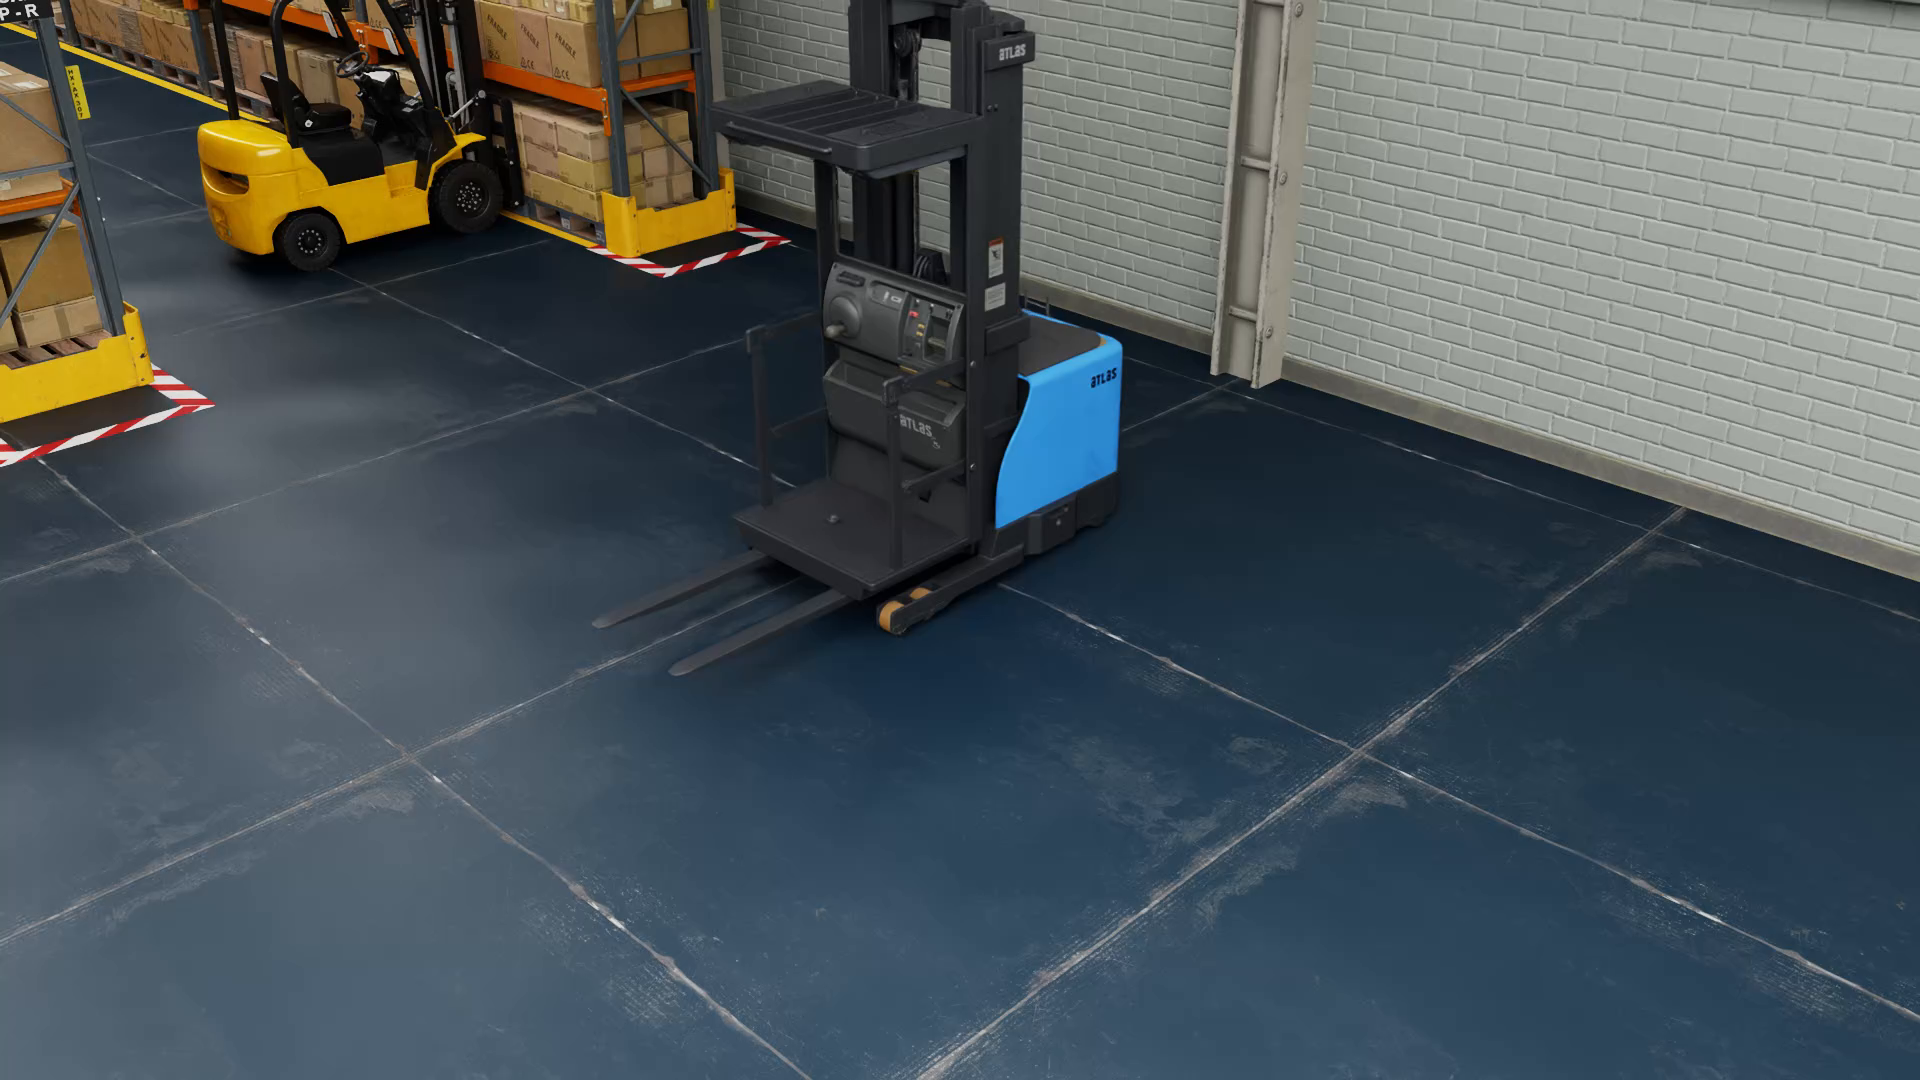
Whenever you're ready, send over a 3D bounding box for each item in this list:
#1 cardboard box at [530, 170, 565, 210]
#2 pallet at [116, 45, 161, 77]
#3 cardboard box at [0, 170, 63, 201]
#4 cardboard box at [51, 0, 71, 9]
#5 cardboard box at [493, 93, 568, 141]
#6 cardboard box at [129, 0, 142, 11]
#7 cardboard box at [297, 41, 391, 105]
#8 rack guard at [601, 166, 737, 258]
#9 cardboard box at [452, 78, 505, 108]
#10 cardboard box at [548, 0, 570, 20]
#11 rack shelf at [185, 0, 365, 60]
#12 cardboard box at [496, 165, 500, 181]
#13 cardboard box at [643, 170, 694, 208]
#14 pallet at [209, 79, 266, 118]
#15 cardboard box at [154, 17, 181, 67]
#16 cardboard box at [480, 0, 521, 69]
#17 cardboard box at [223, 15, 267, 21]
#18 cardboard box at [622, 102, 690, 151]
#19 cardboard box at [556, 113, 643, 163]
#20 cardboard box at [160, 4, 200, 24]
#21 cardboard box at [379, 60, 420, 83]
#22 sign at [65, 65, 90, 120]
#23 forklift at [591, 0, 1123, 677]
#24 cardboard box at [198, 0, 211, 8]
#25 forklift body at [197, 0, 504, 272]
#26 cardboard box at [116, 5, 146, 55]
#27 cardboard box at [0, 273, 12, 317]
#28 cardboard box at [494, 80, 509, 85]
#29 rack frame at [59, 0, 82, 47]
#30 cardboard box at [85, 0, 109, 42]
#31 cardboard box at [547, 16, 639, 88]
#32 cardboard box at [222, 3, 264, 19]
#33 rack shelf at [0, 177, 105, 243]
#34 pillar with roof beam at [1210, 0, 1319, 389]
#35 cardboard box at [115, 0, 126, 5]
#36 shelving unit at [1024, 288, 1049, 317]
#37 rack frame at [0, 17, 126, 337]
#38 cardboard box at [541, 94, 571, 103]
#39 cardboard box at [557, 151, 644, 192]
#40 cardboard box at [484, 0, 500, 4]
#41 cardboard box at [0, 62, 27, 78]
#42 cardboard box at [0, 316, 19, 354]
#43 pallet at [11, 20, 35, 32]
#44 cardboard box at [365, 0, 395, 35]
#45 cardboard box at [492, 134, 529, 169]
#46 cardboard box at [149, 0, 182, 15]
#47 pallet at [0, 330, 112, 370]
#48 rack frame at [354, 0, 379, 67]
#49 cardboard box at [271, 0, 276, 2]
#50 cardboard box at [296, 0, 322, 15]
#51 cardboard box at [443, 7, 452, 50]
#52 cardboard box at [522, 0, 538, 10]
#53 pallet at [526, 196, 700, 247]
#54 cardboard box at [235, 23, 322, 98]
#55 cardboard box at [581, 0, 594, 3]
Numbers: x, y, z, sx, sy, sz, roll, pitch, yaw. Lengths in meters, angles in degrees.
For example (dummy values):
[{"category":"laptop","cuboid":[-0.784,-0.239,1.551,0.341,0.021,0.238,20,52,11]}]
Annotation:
[{"category":"cardboard box","cuboid":[-3.354,-3.074,14.376,0.500,0.250,0.500,25,36,38]},{"category":"pallet","cuboid":[-9.526,-5.921,20.284,1.213,0.211,1.003,25,36,38]},{"category":"cardboard box","cuboid":[-6.024,-2.311,10.692,0.250,0.149,0.380,25,37,39]},{"category":"cardboard box","cuboid":[-11.864,-6.983,21.794,0.396,0.266,0.258,-24,36,-37]},{"category":"cardboard box","cuboid":[-3.732,-3.675,14.445,0.500,0.250,0.500,-25,37,-39]},{"category":"cardboard box","cuboid":[-9.610,-6.387,19.711,0.250,0.149,0.380,23,35,36]},{"category":"cardboard box","cuboid":[-6.230,-4.753,17.167,0.625,0.625,0.875,24,36,38]},{"category":"rack guard","cuboid":[-2.433,-2.777,13.994,0.348,0.500,1.175,25,36,38]},{"category":"cardboard box","cuboid":[-4.457,-4.017,15.095,0.500,0.250,0.500,-24,36,-38]},{"category":"cardboard box","cuboid":[-3.097,-4.316,13.431,0.380,0.149,0.250,-25,36,-38]},{"category":"rack shelf","cuboid":[-6.728,-5.530,17.317,4.000,0.370,1.077,25,36,38]},{"category":"cardboard box","cuboid":[-4.091,-3.402,15.000,0.500,0.250,0.500,-24,36,-38]},{"category":"cardboard box","cuboid":[-2.663,-3.085,14.397,0.500,0.250,0.500,25,37,39]},{"category":"pallet","cuboid":[-7.595,-4.986,18.505,1.213,0.211,1.003,25,36,38]},{"category":"cardboard box","cuboid":[-8.956,-5.814,19.319,0.500,0.500,0.500,24,36,38]},{"category":"cardboard box","cuboid":[-3.714,-4.348,14.189,0.500,0.500,0.500,24,36,37]},{"category":"cardboard box","cuboid":[-8.258,-5.811,19.314,0.500,0.500,0.500,-24,36,-37]},{"category":"cardboard box","cuboid":[-2.660,-3.522,14.154,0.500,0.250,0.500,24,36,38]},{"category":"cardboard box","cuboid":[-2.997,-3.349,13.825,0.500,0.250,0.500,-24,36,-38]},{"category":"cardboard box","cuboid":[-8.901,-6.024,19.021,0.250,0.149,0.380,22,35,36]},{"category":"cardboard box","cuboid":[-5.177,-4.346,15.720,0.500,0.250,0.500,24,36,38]},{"category":"sign","cuboid":[-5.547,-2.806,10.433,0.005,0.325,0.100,25,36,38]},{"category":"forklift","cuboid":[-0.486,-1.093,8.179,1.130,2.935,3.031,24,36,38]},{"category":"cardboard box","cuboid":[-8.712,-6.292,19.530,0.380,0.149,0.250,-25,37,-39]},{"category":"forklift body","cuboid":[-5.081,-3.529,13.650,1.214,2.155,2.313,25,36,38]},{"category":"cardboard box","cuboid":[-9.715,-6.147,19.953,0.500,0.500,0.500,23,35,37]},{"category":"cardboard box","cuboid":[-6.681,-1.718,10.992,0.500,0.500,0.500,25,37,39]},{"category":"cardboard box","cuboid":[-4.093,-4.181,15.408,0.500,0.250,0.500,25,37,39]},{"category":"rack frame","cuboid":[-11.007,-7.806,20.873,0.127,3.000,1.000,25,36,38]},{"category":"cardboard box","cuboid":[-10.433,-6.483,20.591,0.500,0.500,0.500,24,36,38]},{"category":"cardboard box","cuboid":[-2.985,-4.009,13.543,0.500,0.500,0.500,24,36,37]},{"category":"cardboard box","cuboid":[-8.308,-6.142,19.244,0.380,0.149,0.250,-23,35,-37]},{"category":"rack shelf","cuboid":[-7.353,-2.577,11.700,4.000,0.370,1.077,25,36,38]},{"category":"pillar with roof beam","cuboid":[-1.054,-3.686,6.591,0.400,9.000,9.100,25,36,38]},{"category":"cardboard box","cuboid":[-9.962,-6.562,20.045,0.380,0.149,0.250,-24,36,-37]},{"category":"shelving unit","cuboid":[0.361,-0.951,9.930,0.252,1.050,0.215,-22,35,-36]},{"category":"rack frame","cuboid":[-5.927,-2.242,10.292,0.127,3.000,1.000,25,36,38]},{"category":"cardboard box","cuboid":[-3.368,-3.851,14.779,0.500,0.250,0.500,24,36,38]},{"category":"cardboard box","cuboid":[-3.016,-3.136,13.957,0.500,0.250,0.500,24,36,38]},{"category":"cardboard box","cuboid":[-3.825,-4.653,14.071,0.250,0.149,0.380,25,37,39]},{"category":"cardboard box","cuboid":[-6.442,-2.833,10.988,0.500,0.500,0.500,-24,36,-38]},{"category":"cardboard box","cuboid":[-6.709,-1.394,11.181,0.500,0.250,0.500,24,36,38]},{"category":"pallet","cuboid":[-12.370,-7.195,22.706,1.213,0.211,1.003,25,36,38]},{"category":"cardboard box","cuboid":[-5.169,-5.009,15.446,0.500,0.500,0.500,23,36,37]},{"category":"cardboard box","cuboid":[-3.749,-3.465,14.583,0.500,0.250,0.500,24,36,37]},{"category":"cardboard box","cuboid":[-9.214,-6.226,19.404,0.380,0.149,0.250,-24,36,-38]},{"category":"pallet","cuboid":[-6.536,-1.310,11.514,1.213,0.211,1.003,25,36,38]},{"category":"rack frame","cuboid":[-5.302,-5.196,15.909,0.127,3.000,1.000,25,36,38]},{"category":"cardboard box","cuboid":[-6.913,-5.708,17.043,0.500,0.250,0.500,-24,36,-38]},{"category":"cardboard box","cuboid":[-6.207,-5.370,16.400,0.500,0.250,0.500,24,36,38]},{"category":"cardboard box","cuboid":[-4.424,-4.680,14.819,0.500,0.500,0.500,24,36,38]},{"category":"cardboard box","cuboid":[-3.407,-4.506,13.791,0.250,0.149,0.380,24,36,38]},{"category":"pallet","cuboid":[-3.025,-2.892,14.524,1.213,0.211,1.003,25,36,38]},{"category":"cardboard box","cuboid":[-7.248,-5.217,18.050,0.875,0.625,0.625,-24,36,-38]},{"category":"cardboard box","cuboid":[-2.853,-4.401,13.273,0.250,0.149,0.380,25,36,38]}]
